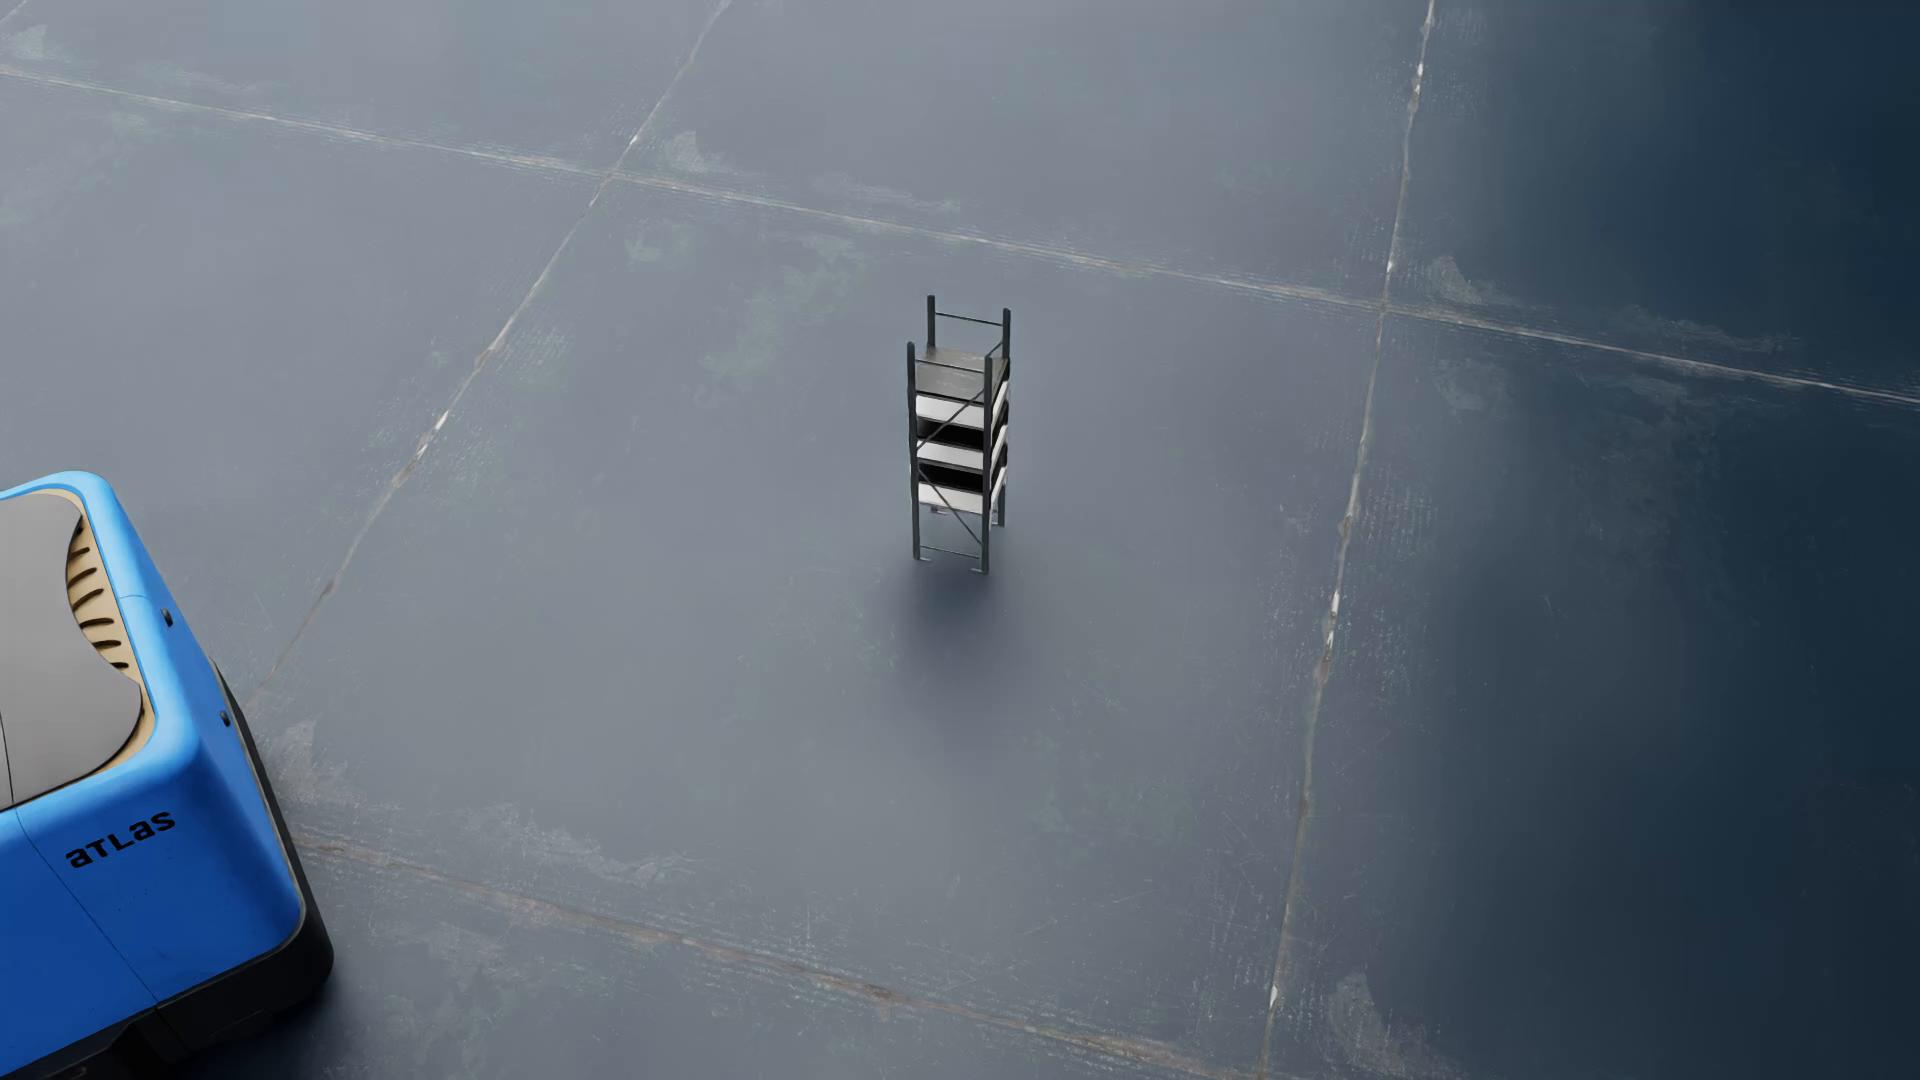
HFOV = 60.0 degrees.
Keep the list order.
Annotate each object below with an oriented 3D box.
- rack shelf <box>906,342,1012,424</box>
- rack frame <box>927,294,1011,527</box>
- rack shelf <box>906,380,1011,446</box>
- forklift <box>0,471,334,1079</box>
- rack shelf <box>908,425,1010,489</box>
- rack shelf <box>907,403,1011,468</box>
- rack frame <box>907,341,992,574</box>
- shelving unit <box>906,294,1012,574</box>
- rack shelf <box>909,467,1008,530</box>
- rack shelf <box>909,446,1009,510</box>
[{"bbox_3d":[-0.002,-0.449,4.730,0.258,0.077,0.200,12,50,10],"label":"rack shelf"},{"bbox_3d":[0.025,-0.365,4.972,0.240,0.900,0.006,12,50,10],"label":"rack frame"},{"bbox_3d":[-0.002,-0.389,4.797,0.258,0.077,0.200,12,50,10],"label":"rack shelf"},{"bbox_3d":[-3.114,0.429,2.917,3.031,2.935,1.130,-24,53,-20],"label":"forklift"},{"bbox_3d":[-0.002,-0.270,4.932,0.258,0.077,0.200,12,50,10],"label":"rack shelf"},{"bbox_3d":[-0.002,-0.329,4.865,0.258,0.077,0.200,12,50,10],"label":"rack shelf"},{"bbox_3d":[-0.029,-0.218,4.843,0.240,0.900,0.006,12,50,10],"label":"rack frame"},{"bbox_3d":[-0.002,-0.292,4.907,0.258,0.900,0.210,12,50,10],"label":"shelving unit"},{"bbox_3d":[-0.002,-0.151,5.067,0.258,0.077,0.200,12,50,10],"label":"rack shelf"},{"bbox_3d":[-0.002,-0.210,5.000,0.258,0.077,0.200,12,50,10],"label":"rack shelf"}]
